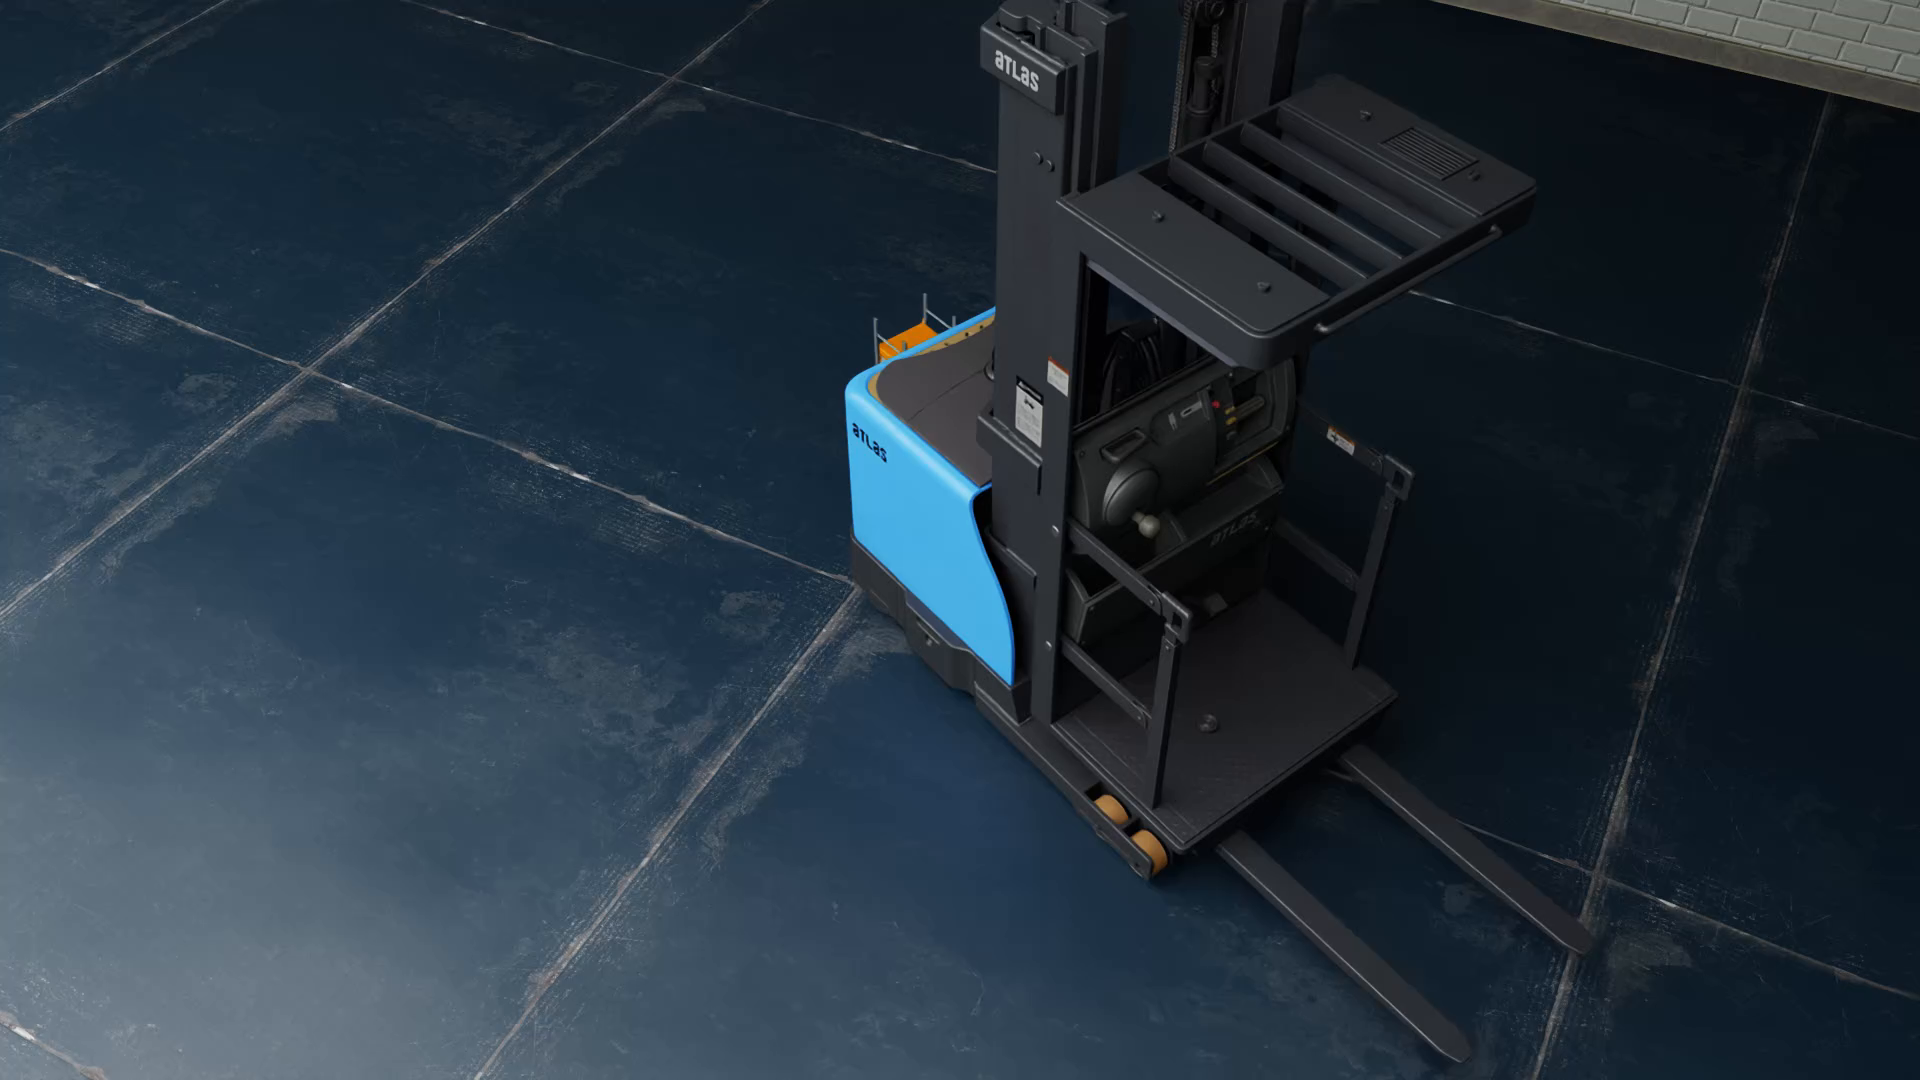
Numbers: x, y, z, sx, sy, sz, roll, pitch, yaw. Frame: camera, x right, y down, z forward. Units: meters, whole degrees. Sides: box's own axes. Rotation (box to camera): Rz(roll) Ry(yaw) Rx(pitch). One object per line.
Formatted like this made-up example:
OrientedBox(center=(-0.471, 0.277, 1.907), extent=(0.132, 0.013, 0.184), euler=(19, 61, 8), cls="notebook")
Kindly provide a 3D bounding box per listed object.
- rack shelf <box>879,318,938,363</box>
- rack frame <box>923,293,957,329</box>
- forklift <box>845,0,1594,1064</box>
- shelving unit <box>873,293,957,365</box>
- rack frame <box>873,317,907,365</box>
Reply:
OrientedBox(center=(-0.173, -0.679, 6.579), extent=(0.240, 0.259, 0.215), euler=(-30, 53, -26), cls="rack shelf")
OrientedBox(center=(-0.079, -0.542, 6.828), extent=(0.008, 1.050, 0.200), euler=(-30, 53, -26), cls="rack frame")
OrientedBox(center=(0.867, -0.251, 5.217), extent=(1.130, 2.935, 3.031), euler=(-29, 52, -26), cls="forklift")
OrientedBox(center=(-0.173, -0.487, 6.773), extent=(0.252, 1.050, 0.215), euler=(-30, 53, -26), cls="shelving unit")
OrientedBox(center=(-0.268, -0.432, 6.719), extent=(0.008, 1.050, 0.200), euler=(-30, 53, -26), cls="rack frame")
